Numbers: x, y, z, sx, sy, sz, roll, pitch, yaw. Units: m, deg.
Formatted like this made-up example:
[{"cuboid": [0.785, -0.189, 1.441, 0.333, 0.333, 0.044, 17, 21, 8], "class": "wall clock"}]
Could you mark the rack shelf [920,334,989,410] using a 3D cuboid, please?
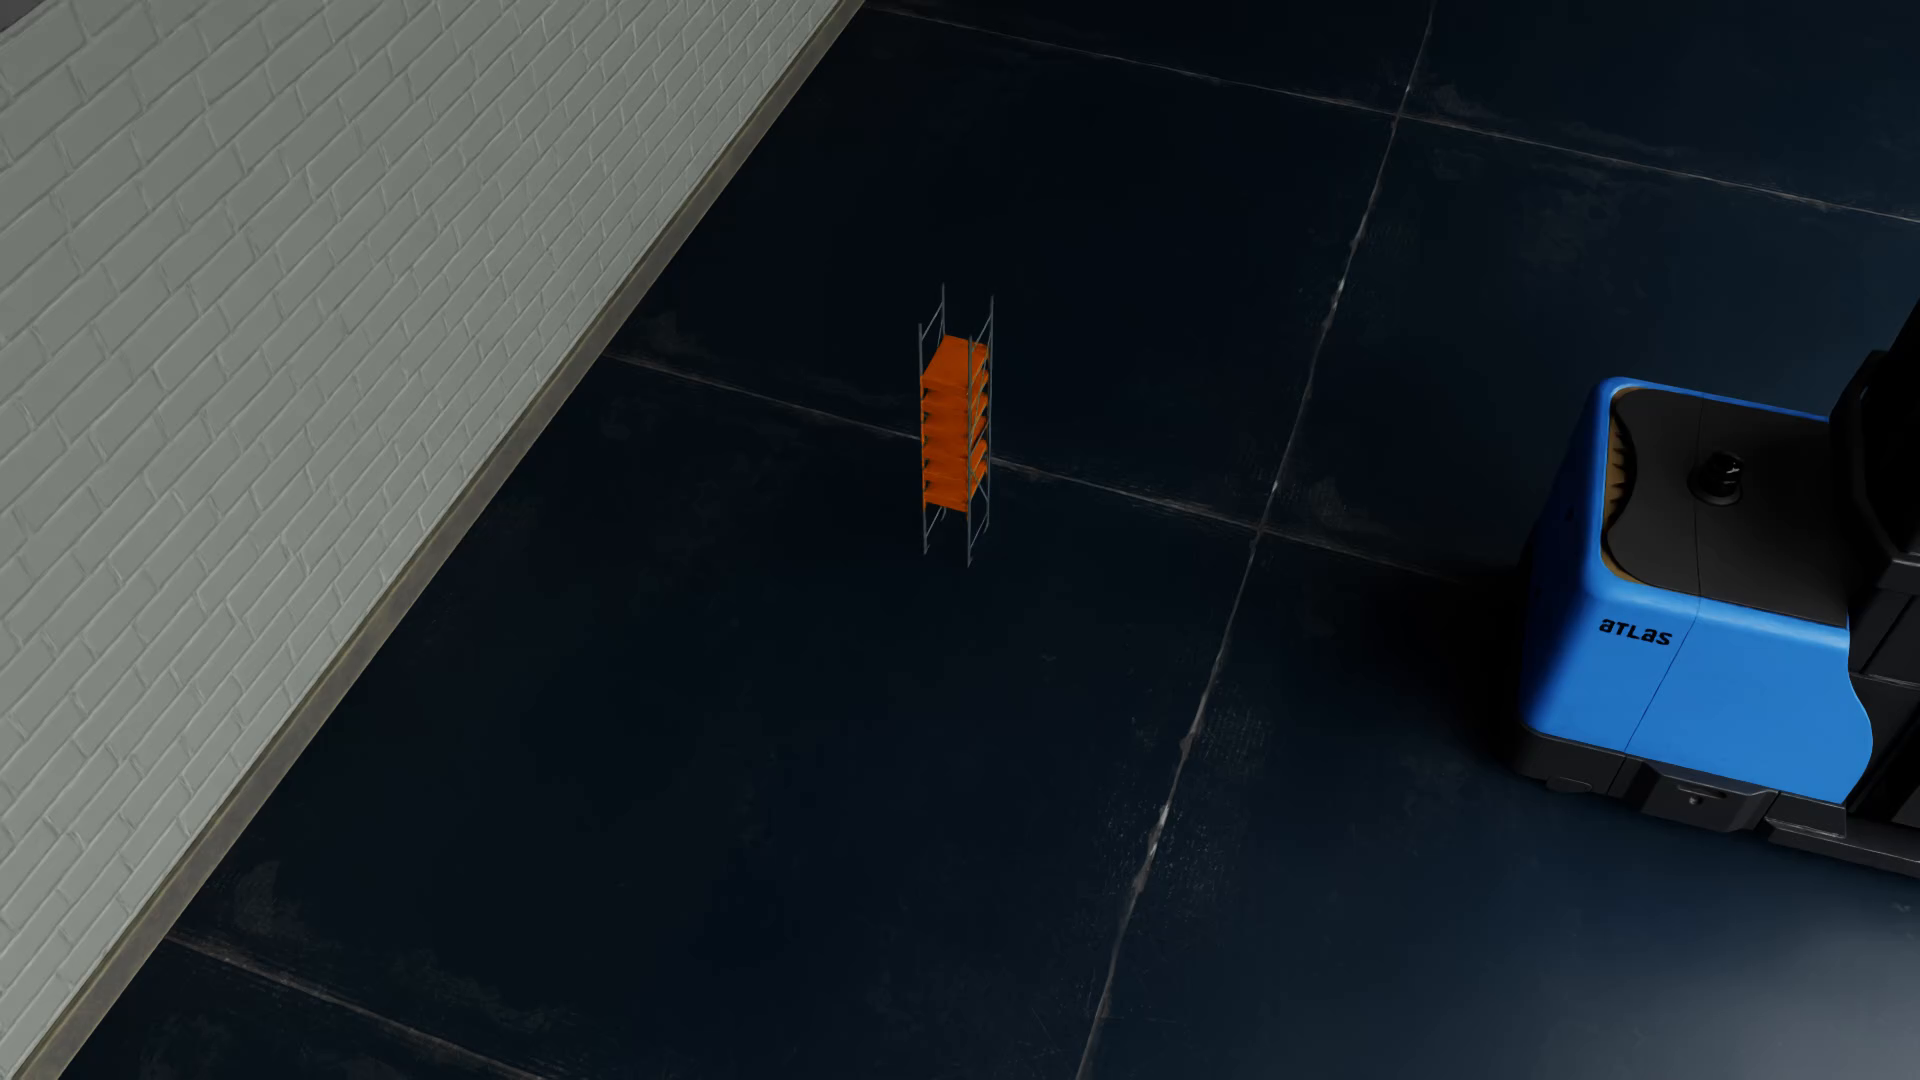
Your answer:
[{"cuboid": [-0.014, -0.603, 5.928, 0.180, 0.103, 0.258, 16, 51, 13], "class": "rack shelf"}]

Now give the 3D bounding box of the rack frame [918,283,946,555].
[{"cuboid": [-0.099, -0.421, 6.187, 0.006, 1.200, 0.240, 16, 51, 13], "class": "rack frame"}]

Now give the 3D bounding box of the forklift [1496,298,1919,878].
[{"cuboid": [3.472, -0.158, 4.814, 3.031, 2.935, 1.130, 13, 50, 11], "class": "forklift"}]

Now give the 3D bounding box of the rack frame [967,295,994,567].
[{"cuboid": [0.072, -0.373, 6.146, 0.006, 1.200, 0.240, 16, 51, 13], "class": "rack frame"}]

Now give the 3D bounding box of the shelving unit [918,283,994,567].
[{"cuboid": [-0.014, -0.397, 6.166, 0.189, 1.200, 0.258, 16, 51, 13], "class": "shelving unit"}]

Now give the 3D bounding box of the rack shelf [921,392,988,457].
[{"cuboid": [-0.014, -0.446, 6.109, 0.180, 0.103, 0.258, 16, 51, 13], "class": "rack shelf"}]

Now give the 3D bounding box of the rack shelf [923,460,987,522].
[{"cuboid": [-0.014, -0.210, 6.381, 0.180, 0.103, 0.258, 16, 51, 13], "class": "rack shelf"}]

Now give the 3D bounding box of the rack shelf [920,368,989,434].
[{"cuboid": [-0.014, -0.525, 6.019, 0.180, 0.103, 0.258, 16, 51, 13], "class": "rack shelf"}]

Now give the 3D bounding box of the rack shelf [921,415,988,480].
[{"cuboid": [-0.014, -0.368, 6.200, 0.180, 0.103, 0.258, 16, 51, 13], "class": "rack shelf"}]

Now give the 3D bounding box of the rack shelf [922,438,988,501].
[{"cuboid": [-0.014, -0.289, 6.291, 0.180, 0.103, 0.258, 16, 51, 13], "class": "rack shelf"}]
